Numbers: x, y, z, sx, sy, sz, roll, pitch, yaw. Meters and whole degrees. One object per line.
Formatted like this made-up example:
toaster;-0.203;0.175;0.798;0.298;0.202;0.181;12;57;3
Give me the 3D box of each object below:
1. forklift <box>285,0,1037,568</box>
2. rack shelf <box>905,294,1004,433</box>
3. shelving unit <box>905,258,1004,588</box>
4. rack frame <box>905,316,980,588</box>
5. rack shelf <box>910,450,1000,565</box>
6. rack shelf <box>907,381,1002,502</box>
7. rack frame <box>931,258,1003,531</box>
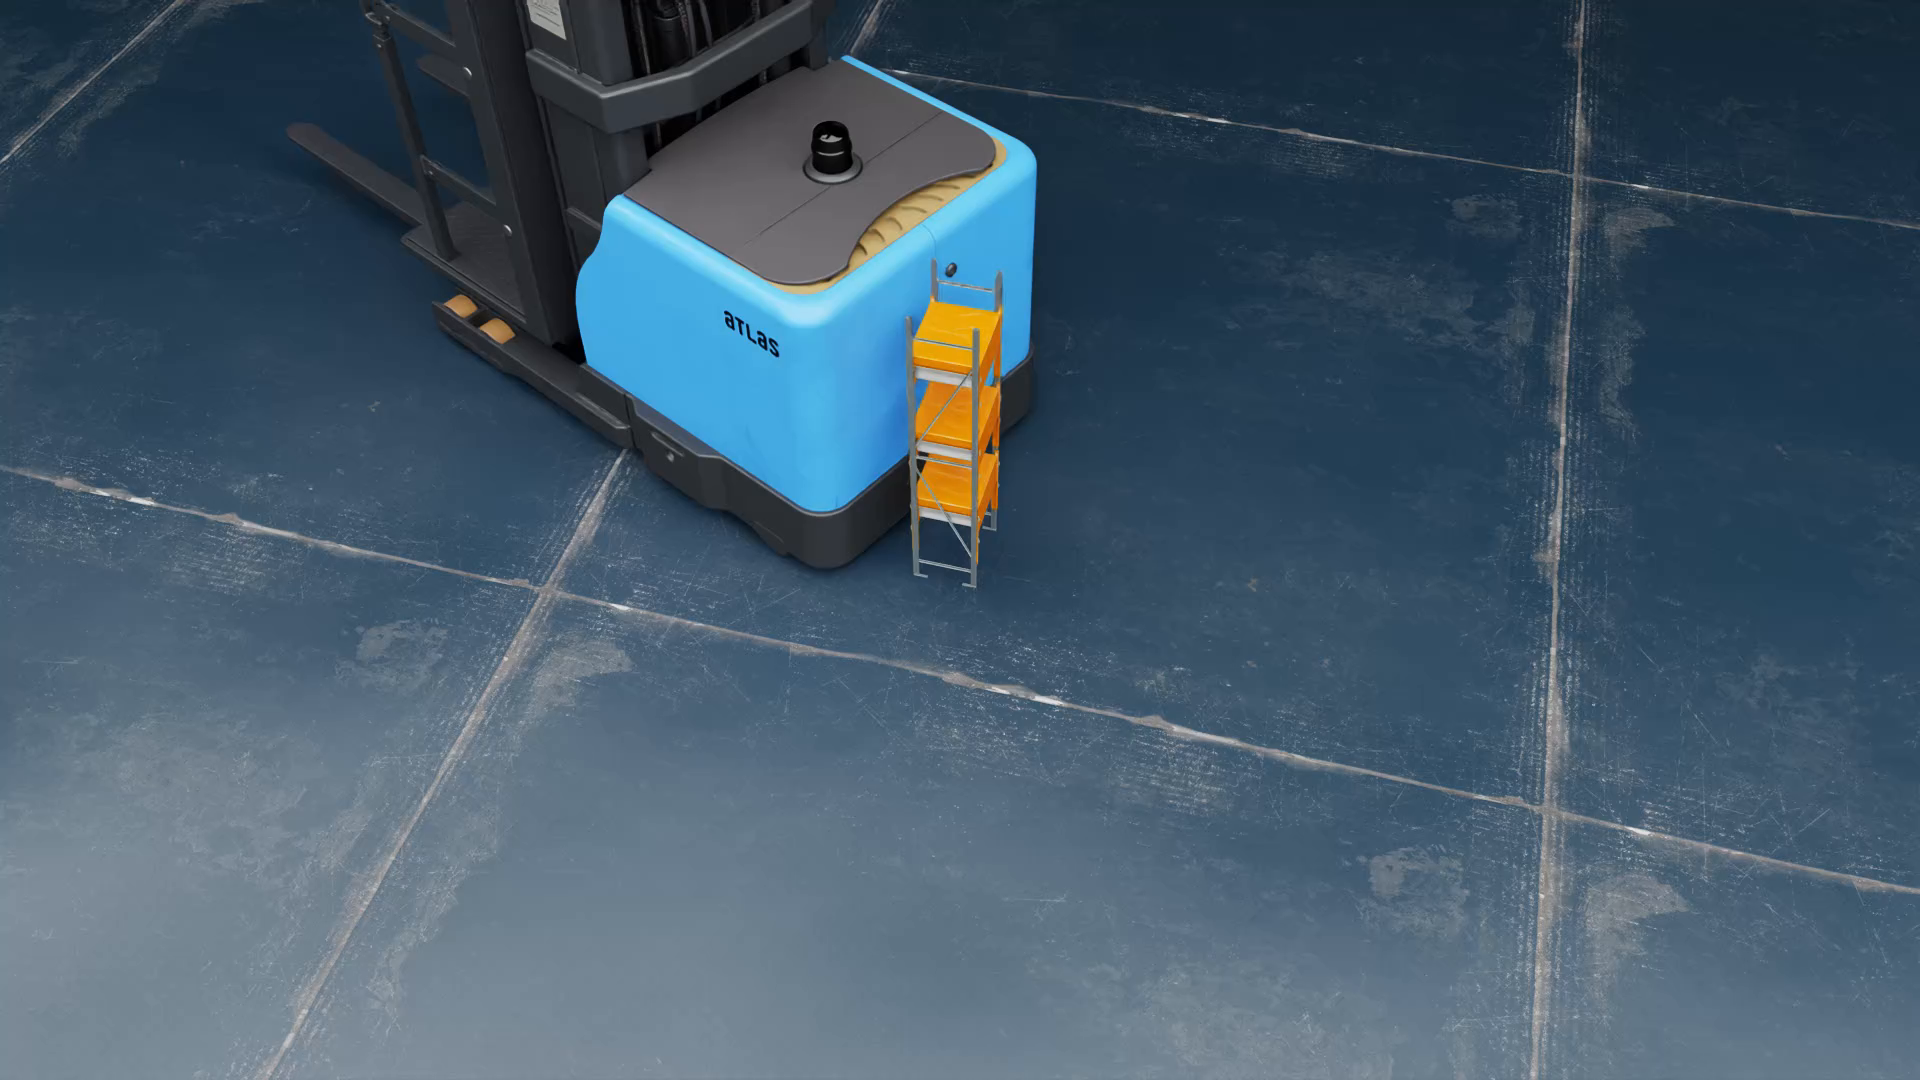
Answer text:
forklift;-1.206;-1.839;4.918;3.031;2.935;1.130;33;56;26
rack shelf;-0.014;-0.489;4.617;0.215;0.259;0.240;12;50;10
shelving unit;-0.014;-0.309;4.822;0.215;1.050;0.252;12;50;10
rack frame;-0.046;-0.220;4.744;0.200;1.050;0.008;12;50;10
rack shelf;-0.014;-0.118;5.039;0.215;0.259;0.240;12;50;10
rack shelf;-0.014;-0.302;4.830;0.215;0.259;0.240;12;50;10
rack frame;0.018;-0.397;4.900;0.200;1.050;0.008;12;50;10
